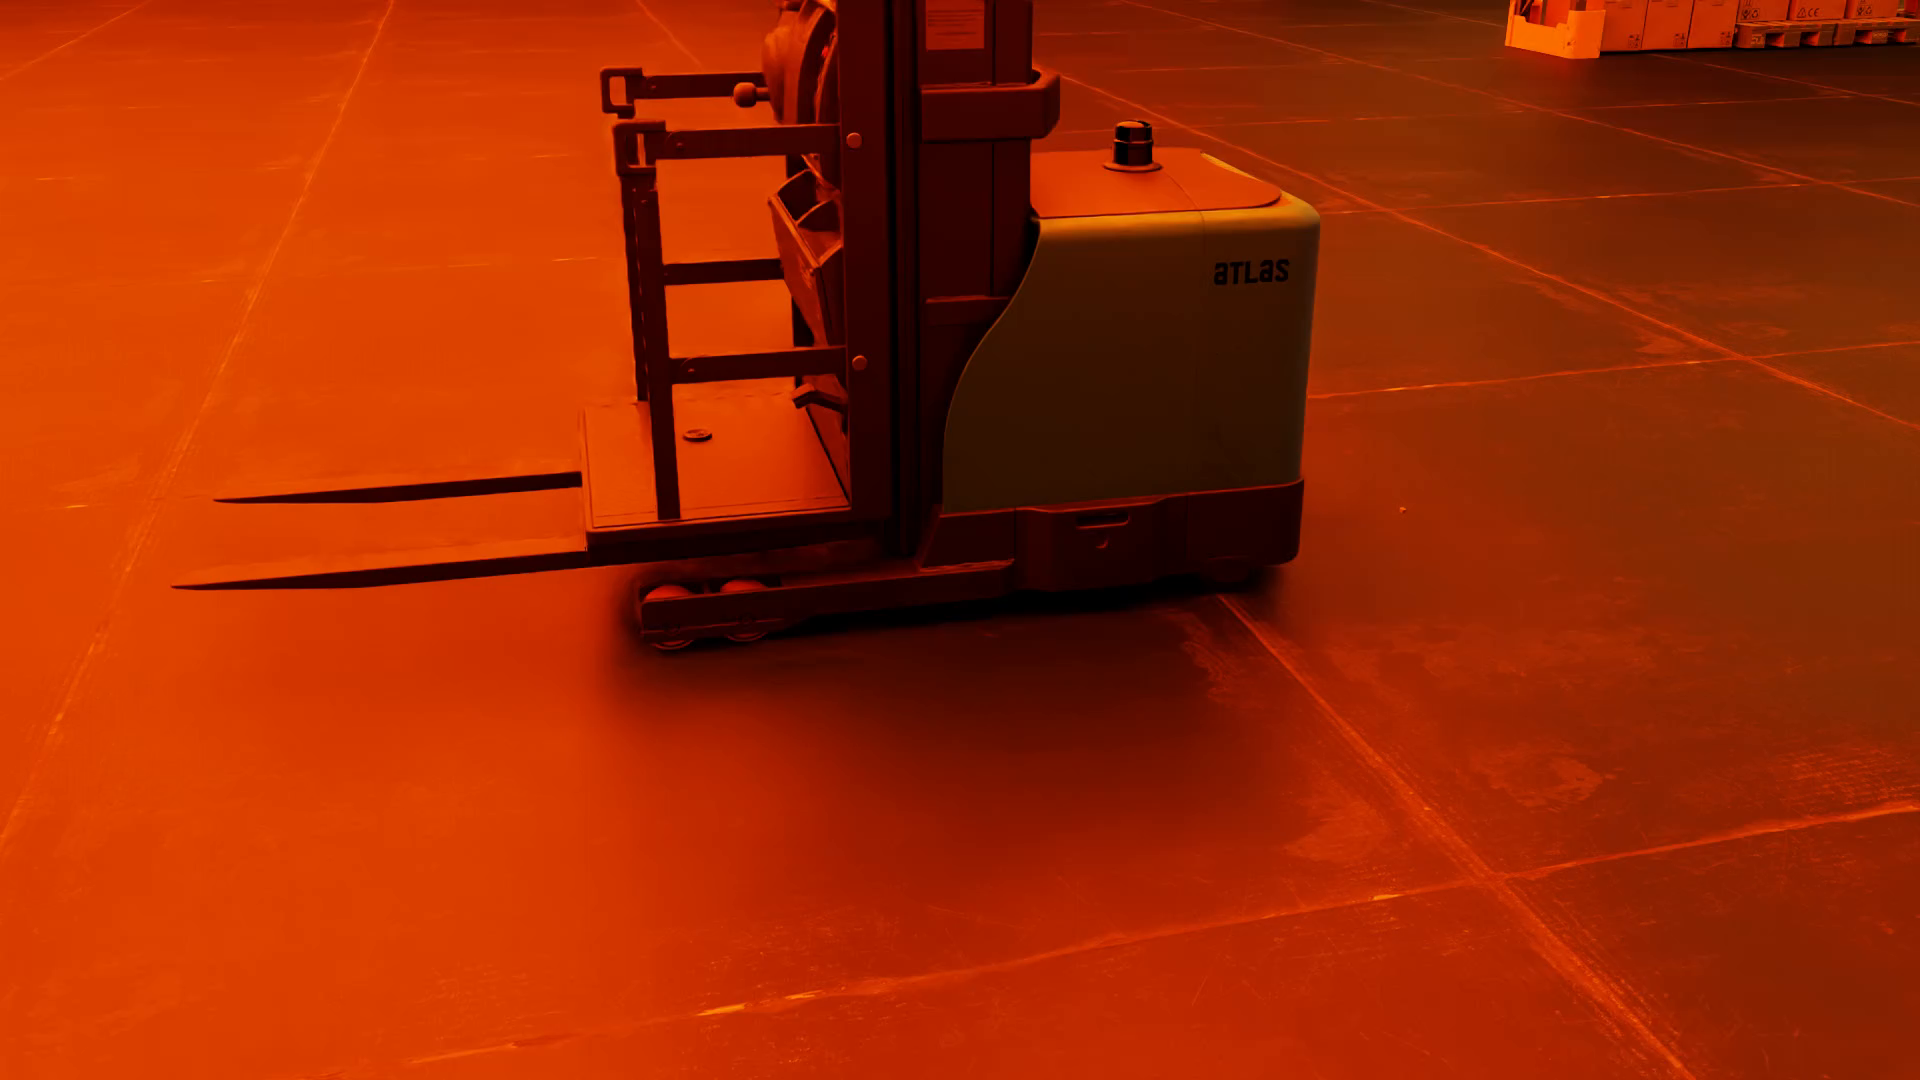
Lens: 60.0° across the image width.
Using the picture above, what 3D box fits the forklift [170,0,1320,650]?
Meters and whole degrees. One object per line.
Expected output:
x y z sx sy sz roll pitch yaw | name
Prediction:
-0.601 -1.287 4.334 3.031 2.935 1.130 -5 24 -12 | forklift
